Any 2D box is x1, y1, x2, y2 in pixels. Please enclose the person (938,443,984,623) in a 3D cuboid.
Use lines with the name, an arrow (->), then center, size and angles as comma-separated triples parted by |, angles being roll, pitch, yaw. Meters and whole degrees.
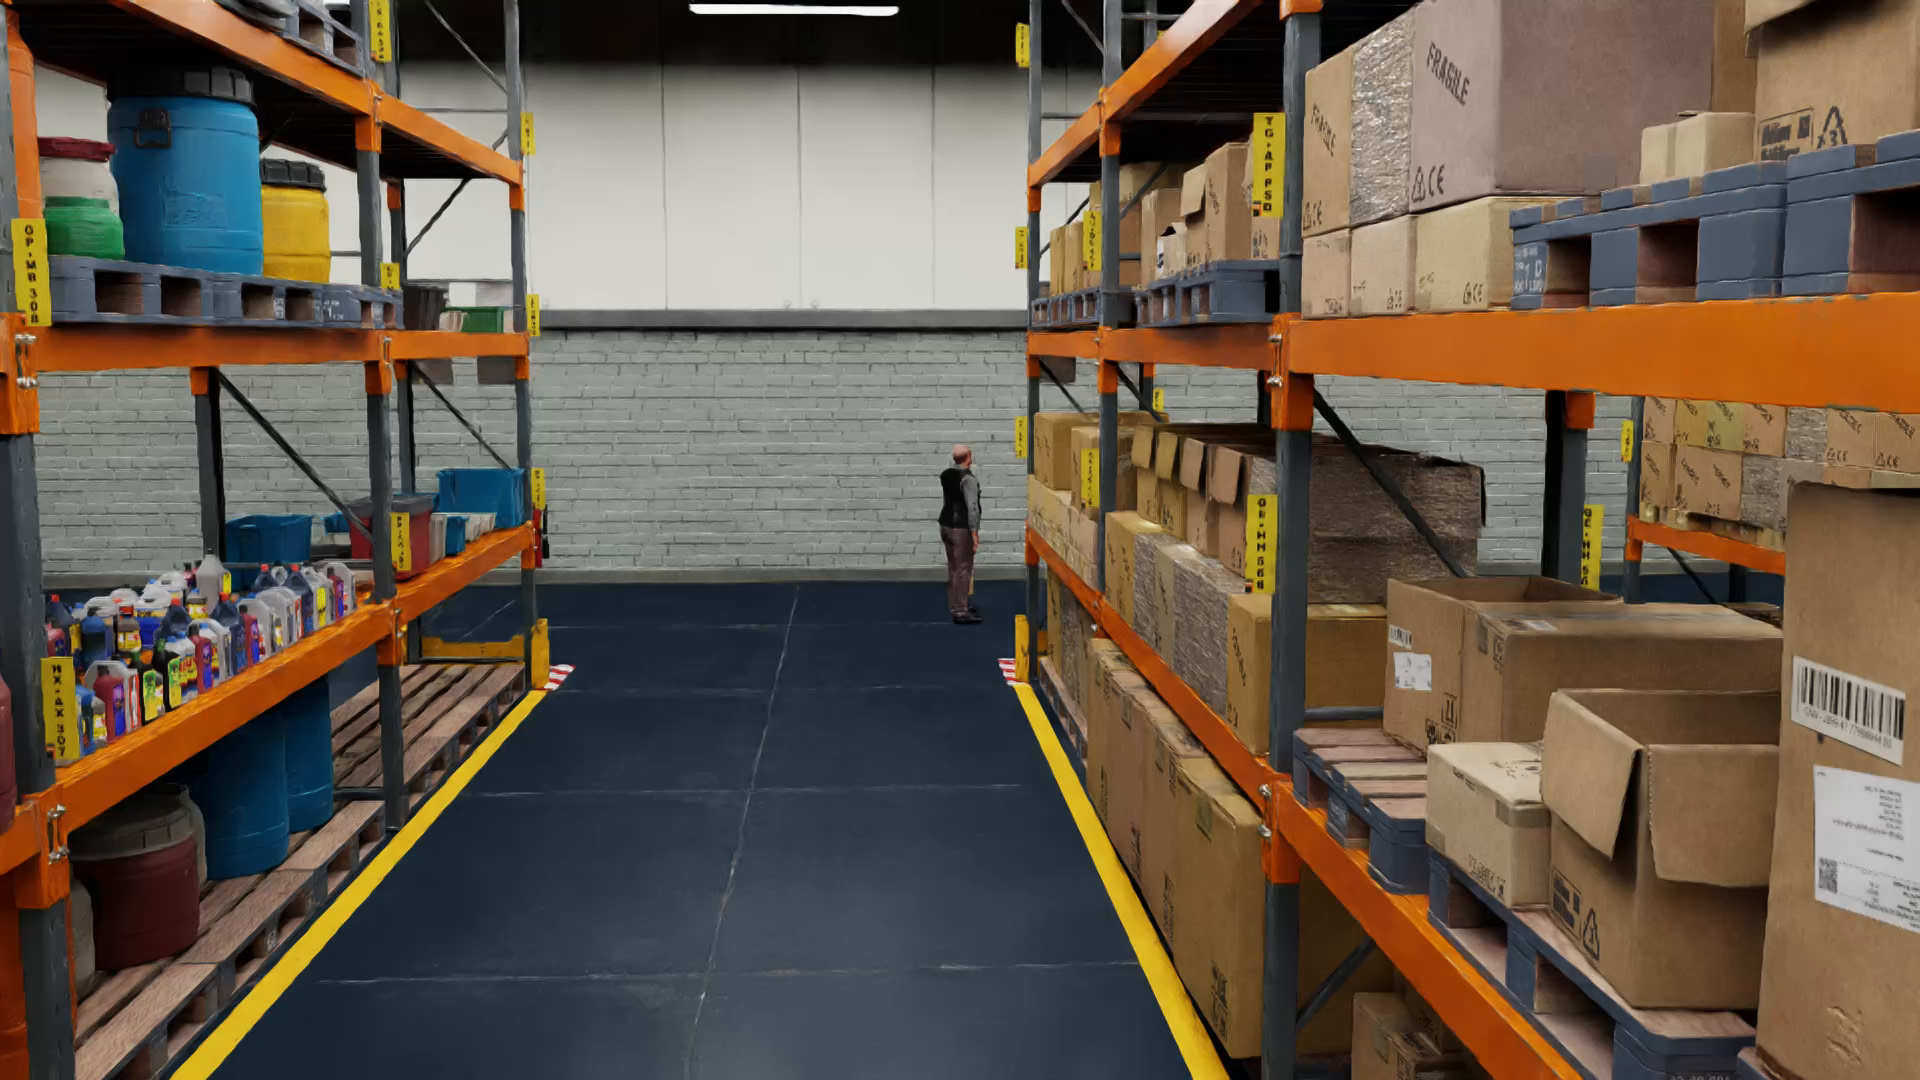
person -> 0.054, -0.084, 16.314 | 0.470, 1.731, 0.591 | -4, 8, -31
